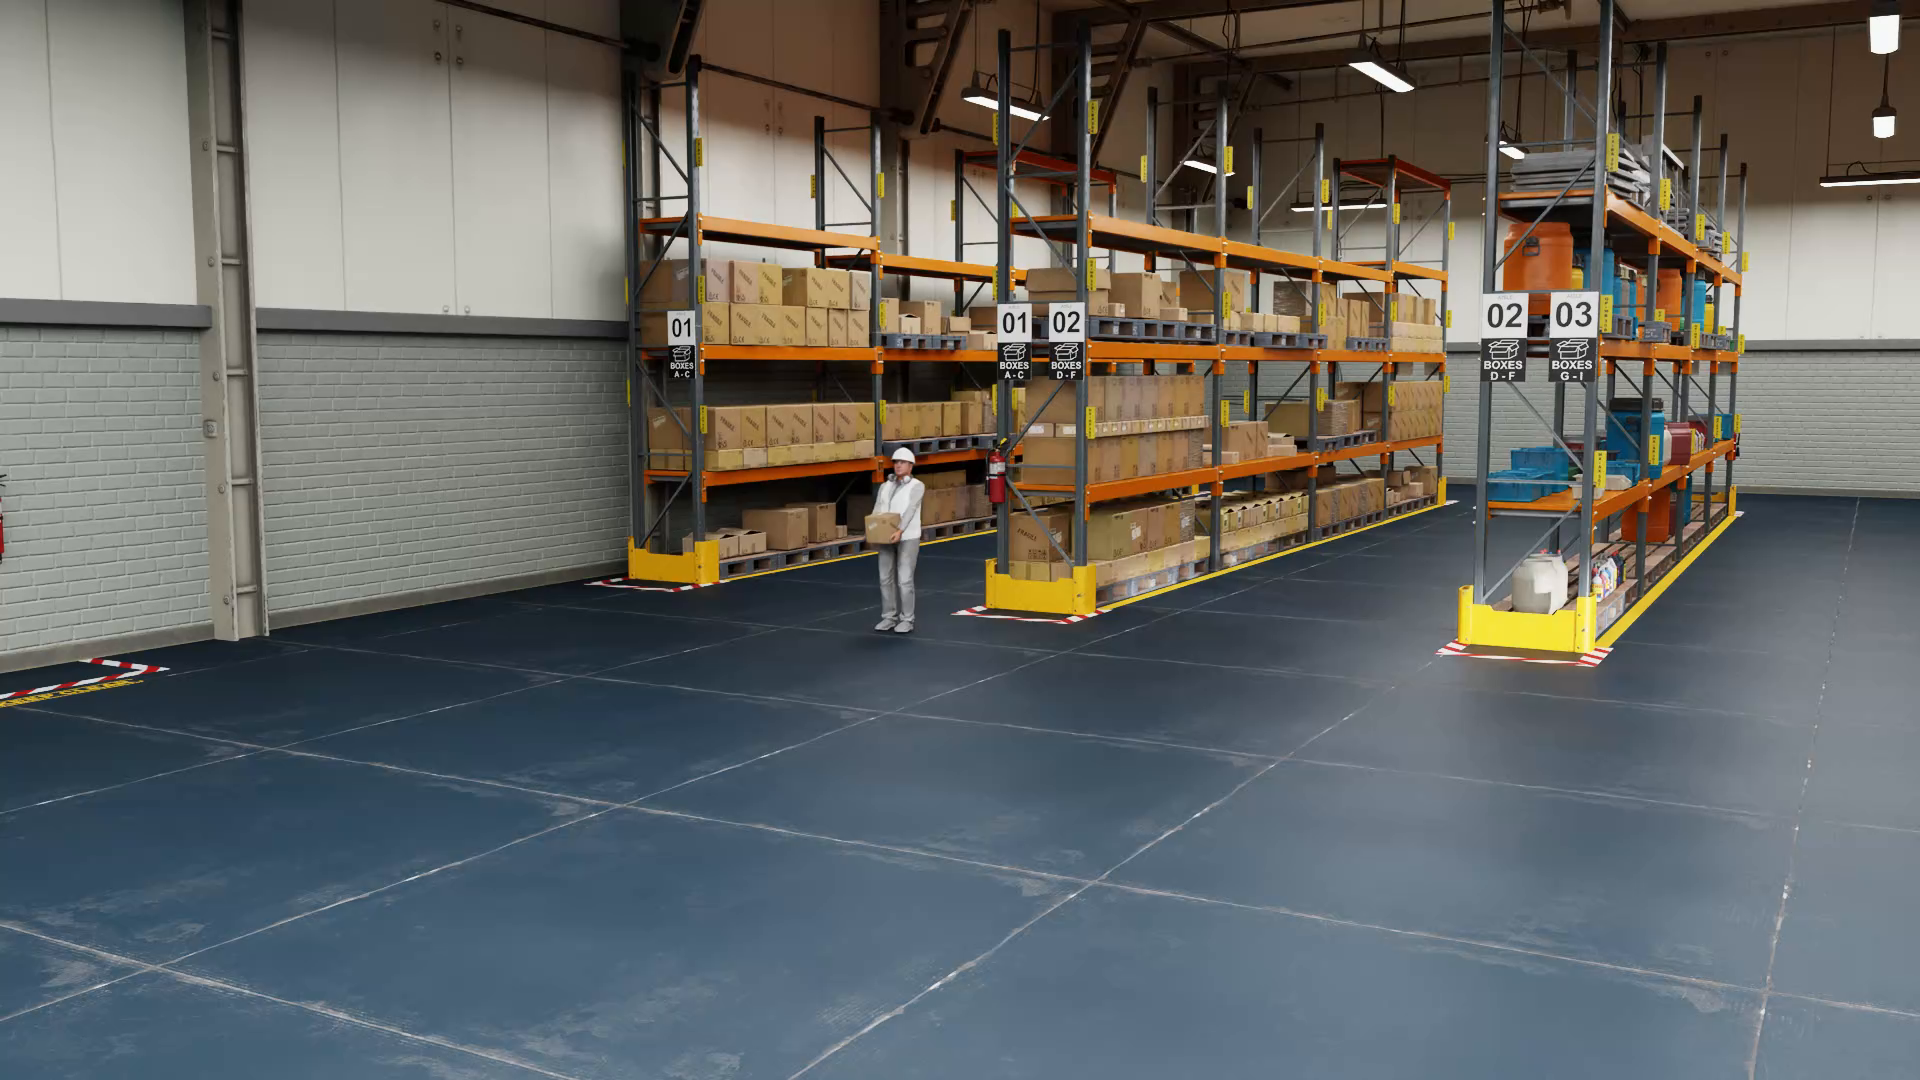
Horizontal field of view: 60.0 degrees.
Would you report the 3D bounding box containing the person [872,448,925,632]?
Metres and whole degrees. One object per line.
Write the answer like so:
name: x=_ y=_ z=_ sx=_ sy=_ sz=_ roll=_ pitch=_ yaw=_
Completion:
person: x=-0.623 y=0.002 z=16.014 sx=0.494 sy=1.764 sz=0.556 roll=3 pitch=7 yaw=30
